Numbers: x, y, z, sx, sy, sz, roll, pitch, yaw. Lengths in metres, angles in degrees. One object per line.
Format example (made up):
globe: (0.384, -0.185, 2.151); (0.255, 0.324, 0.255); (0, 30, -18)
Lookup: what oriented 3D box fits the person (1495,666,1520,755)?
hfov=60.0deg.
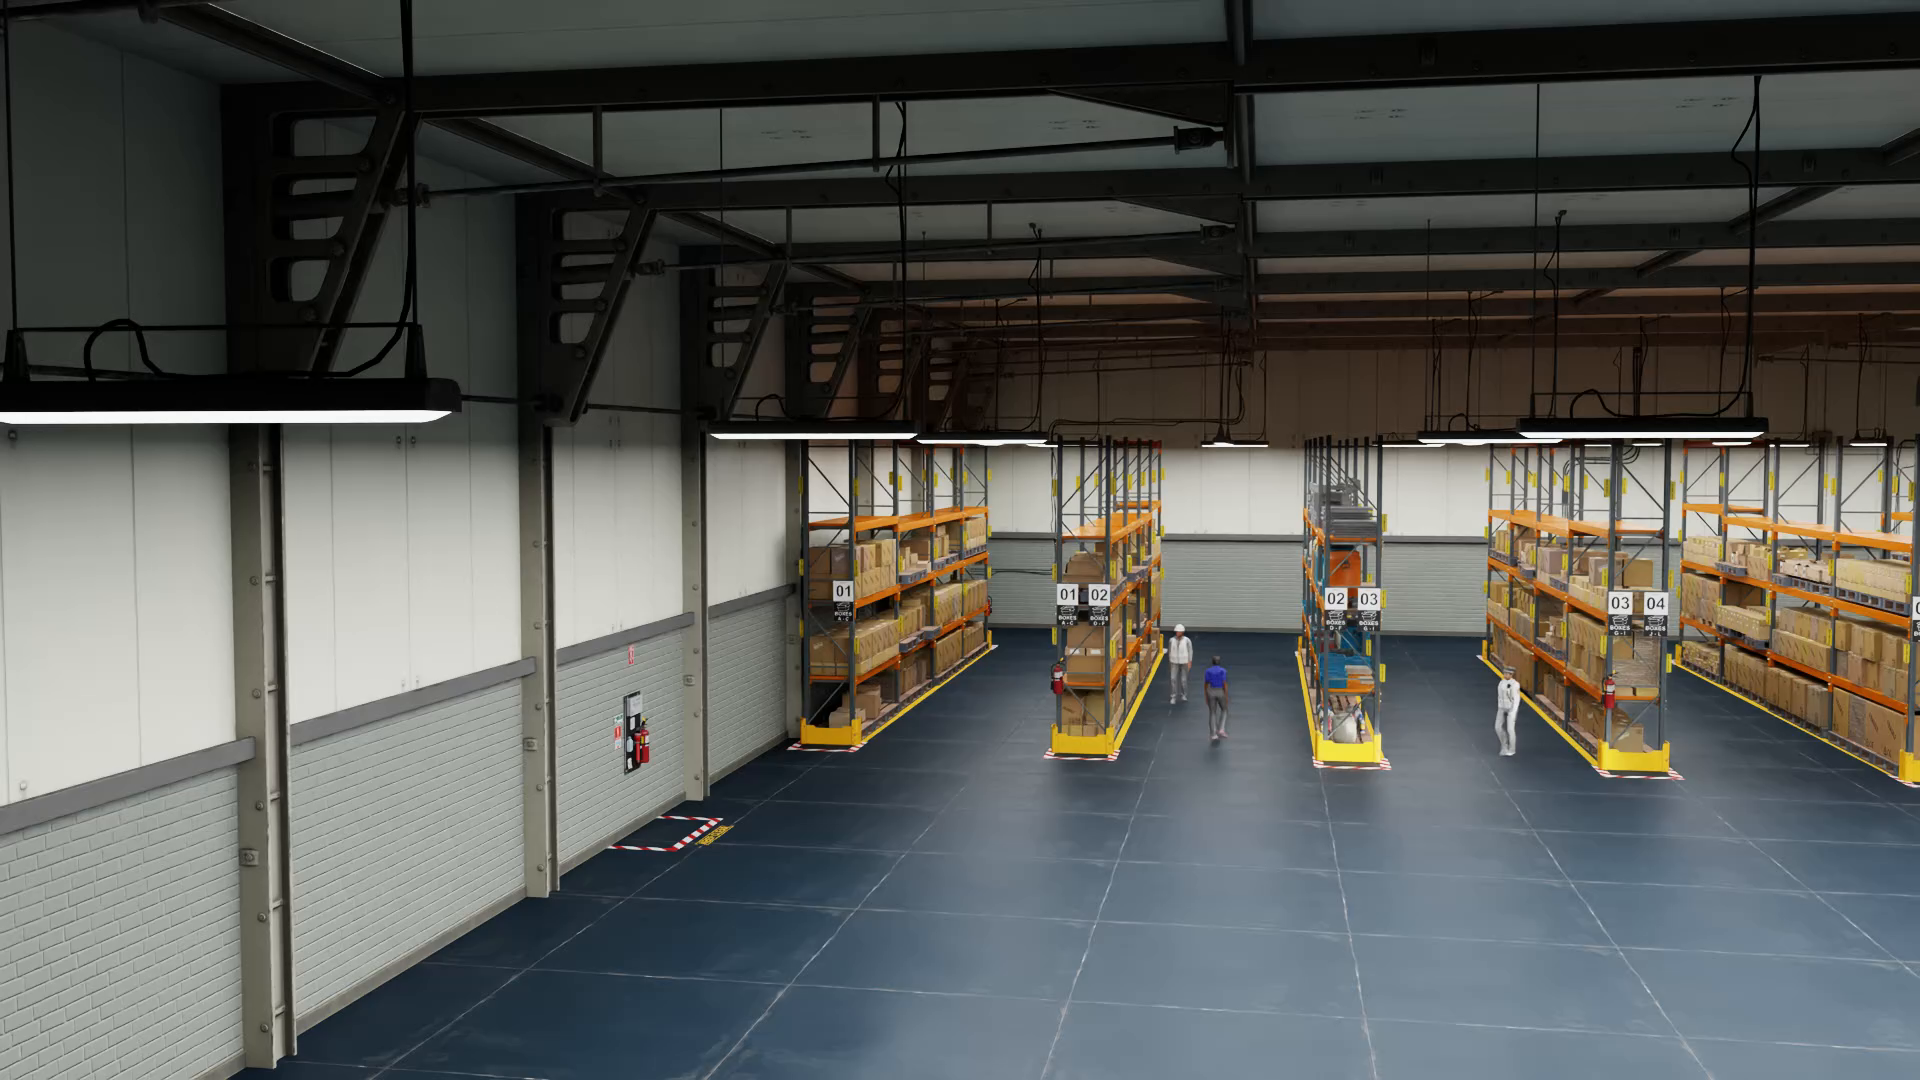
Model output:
person: (10.274, 3.225, 31.171); (0.360, 1.747, 0.527); (-2, 4, -28)

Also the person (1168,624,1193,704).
person: (4.985, 2.800, 37.721); (0.584, 1.782, 0.695); (1, 3, 20)

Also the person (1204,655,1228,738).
person: (5.084, 3.166, 32.989); (0.492, 1.551, 0.517); (1, 3, 21)
